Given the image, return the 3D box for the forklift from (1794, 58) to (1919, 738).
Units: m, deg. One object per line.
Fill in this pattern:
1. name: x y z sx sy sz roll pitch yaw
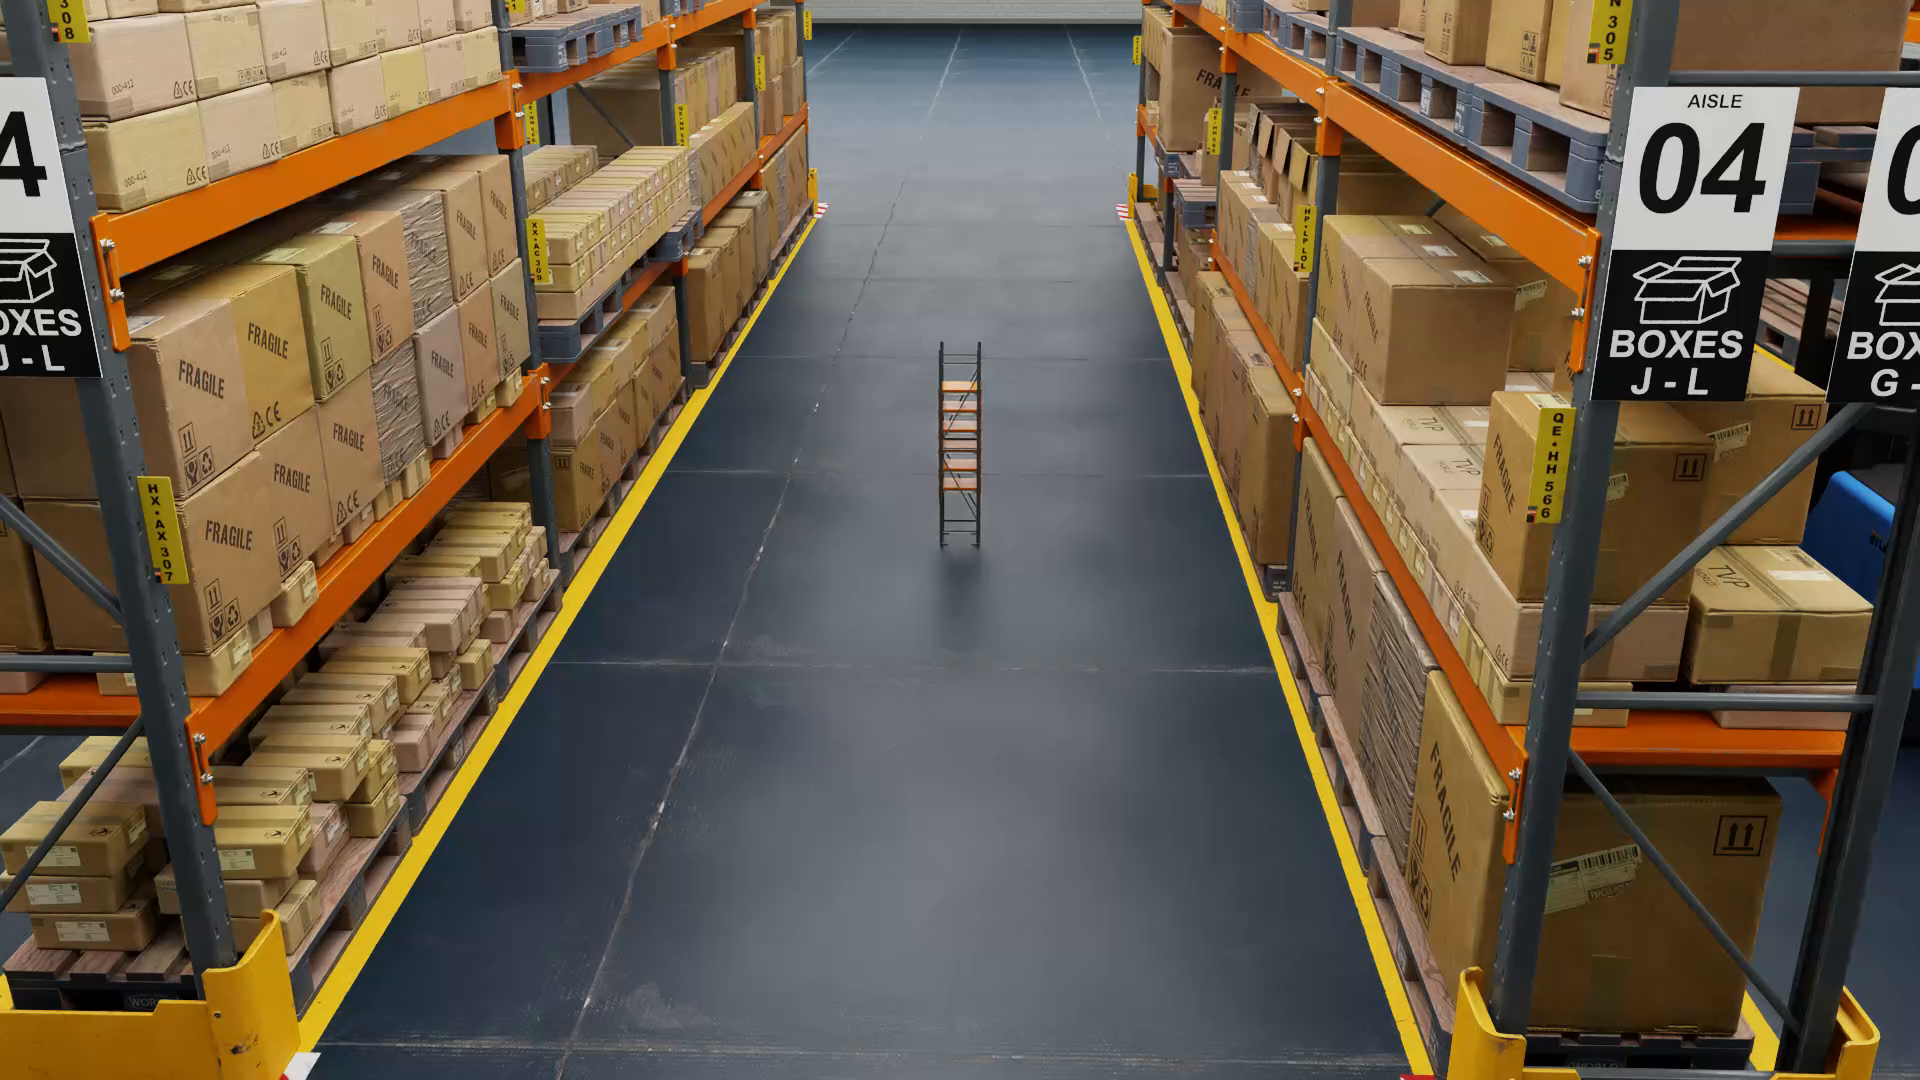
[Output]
1. forklift: 4.698 -0.946 8.416 1.130 2.935 3.031 1 21 3

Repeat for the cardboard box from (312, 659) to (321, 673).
1. cardboard box: -3.036 0.516 7.502 0.380 0.149 0.250 0 21 1

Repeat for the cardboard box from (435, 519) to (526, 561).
1. cardboard box: -2.420 0.006 8.406 0.380 0.149 0.250 1 21 2

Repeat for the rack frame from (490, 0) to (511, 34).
1. rack frame: -2.701 -3.871 7.566 1.000 3.000 0.127 1 21 2

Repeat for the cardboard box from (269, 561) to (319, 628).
1. cardboard box: -2.458 0.186 5.750 0.380 0.149 0.250 0 21 0

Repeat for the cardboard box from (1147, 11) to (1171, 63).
1. cardboard box: 2.293 -5.416 17.910 0.500 0.500 0.500 1 21 2

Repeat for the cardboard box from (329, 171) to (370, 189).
1. cardboard box: -2.959 -1.378 7.502 0.500 0.500 0.500 0 21 0

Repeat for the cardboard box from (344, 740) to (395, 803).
1. cardboard box: -2.451 0.900 6.511 0.380 0.149 0.250 1 21 3

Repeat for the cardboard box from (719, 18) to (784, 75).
1. cardboard box: -2.350 -5.259 17.736 0.875 0.550 0.500 1 21 2

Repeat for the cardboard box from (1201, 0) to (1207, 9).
1. cardboard box: 2.164 -4.294 13.009 0.500 0.250 0.500 1 21 3

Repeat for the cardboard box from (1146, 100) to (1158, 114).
1. cardboard box: 2.322 -4.924 18.921 0.380 0.149 0.250 1 21 2

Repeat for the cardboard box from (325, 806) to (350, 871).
1. cardboard box: -2.560 1.134 6.321 0.380 0.149 0.250 1 21 2

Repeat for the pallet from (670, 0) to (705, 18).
1. pallet: -2.613 -4.065 12.472 1.213 0.211 1.003 2 21 4

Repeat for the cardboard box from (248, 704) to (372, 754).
1. cardboard box: -2.519 0.761 6.460 0.380 0.149 0.250 0 21 -1

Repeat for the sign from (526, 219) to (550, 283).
1. sign: -2.159 -1.475 8.487 0.100 0.325 0.005 1 21 2

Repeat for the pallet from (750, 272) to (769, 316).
1. pallet: -2.406 -2.387 15.890 1.003 0.211 1.213 1 21 2

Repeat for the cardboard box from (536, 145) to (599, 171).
1. cardboard box: -2.788 -2.710 11.812 0.380 0.149 0.250 1 21 2

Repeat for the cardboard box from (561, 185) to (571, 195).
1. cardboard box: -2.814 -2.280 11.113 0.380 0.149 0.250 1 21 2

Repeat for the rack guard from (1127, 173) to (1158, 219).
1. rack guard: 2.616 -4.129 19.980 1.175 0.500 0.348 1 21 2

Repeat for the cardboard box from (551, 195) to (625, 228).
1. cardboard box: -2.200 -1.944 9.837 0.380 0.149 0.250 0 21 1

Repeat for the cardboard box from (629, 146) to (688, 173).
1. cardboard box: -2.137 -2.695 11.771 0.380 0.149 0.250 0 21 0

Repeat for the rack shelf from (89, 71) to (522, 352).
1. rack shelf: -2.762 -1.414 6.375 1.077 0.370 4.000 1 21 2

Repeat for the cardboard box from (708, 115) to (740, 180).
1. cardboard box: -2.238 -3.457 14.653 0.500 0.500 0.500 1 21 2

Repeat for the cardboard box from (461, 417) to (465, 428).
1. cardboard box: -2.519 -0.569 7.695 0.380 0.149 0.250 0 21 0

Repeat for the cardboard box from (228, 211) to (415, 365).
1. cardboard box: -2.485 -0.994 6.512 0.500 0.500 0.500 0 21 0

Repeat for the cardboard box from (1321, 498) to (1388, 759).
1. cardboard box: 2.126 0.375 7.274 0.875 0.875 0.875 1 21 2

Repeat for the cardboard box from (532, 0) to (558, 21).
1. cardboard box: -2.465 -2.943 8.863 0.500 0.311 0.500 0 21 1

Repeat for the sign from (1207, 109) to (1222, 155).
1. sign: 1.832 -2.935 11.956 0.100 0.325 0.005 1 21 2

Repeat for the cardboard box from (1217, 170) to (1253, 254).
1. cardboard box: 2.088 -2.304 11.681 0.500 0.500 0.500 1 21 3

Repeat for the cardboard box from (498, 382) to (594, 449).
1. cardboard box: -2.415 -0.719 9.573 0.500 0.250 0.500 0 21 -1

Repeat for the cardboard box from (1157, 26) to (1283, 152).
1. cardboard box: 2.332 -4.066 14.951 1.000 1.000 1.000 1 21 2

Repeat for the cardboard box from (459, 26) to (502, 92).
1. cardboard box: -2.446 -2.223 7.671 0.500 0.250 0.500 1 21 3

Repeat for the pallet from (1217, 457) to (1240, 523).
1. pallet: 2.236 -0.405 10.782 1.003 0.211 1.213 1 21 2

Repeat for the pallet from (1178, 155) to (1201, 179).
1. pallet: 2.394 -3.056 14.025 1.003 0.211 1.213 1 21 2

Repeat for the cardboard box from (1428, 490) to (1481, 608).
1. cardboard box: 1.897 0.033 5.594 0.500 0.250 0.500 0 21 1

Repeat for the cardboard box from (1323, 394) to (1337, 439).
1. cardboard box: 1.896 -0.573 7.706 0.380 0.149 0.250 1 21 3

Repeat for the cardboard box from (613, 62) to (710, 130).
1. cardboard box: -2.514 -3.749 14.024 0.700 0.500 0.500 0 21 1

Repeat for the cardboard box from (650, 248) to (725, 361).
1. cardboard box: -2.471 -1.887 13.275 1.050 0.750 0.750 0 21 1

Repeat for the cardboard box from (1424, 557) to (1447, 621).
1. cardboard box: 1.837 0.172 5.786 0.380 0.149 0.250 1 21 3

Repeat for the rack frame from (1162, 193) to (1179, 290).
1. rack frame: 2.496 -3.876 15.872 1.000 3.000 0.127 1 21 2

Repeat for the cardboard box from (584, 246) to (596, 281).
1. cardboard box: -2.224 -1.523 9.163 0.380 0.149 0.250 0 21 1

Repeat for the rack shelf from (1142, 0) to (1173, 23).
1. rack shelf: 2.557 -5.662 17.323 1.077 0.370 4.000 1 21 2

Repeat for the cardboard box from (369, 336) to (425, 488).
1. cardboard box: -2.506 -0.528 6.693 0.500 0.500 0.500 0 21 0

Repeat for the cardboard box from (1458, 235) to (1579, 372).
1. cardboard box: 2.487 -1.052 7.352 0.500 0.500 0.500 1 21 2

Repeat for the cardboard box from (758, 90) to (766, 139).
1. cardboard box: -2.465 -4.370 16.937 0.875 0.550 0.550 1 21 2

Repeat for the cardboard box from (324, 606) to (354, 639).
1. cardboard box: -2.945 0.380 7.442 0.380 0.149 0.250 0 21 -1

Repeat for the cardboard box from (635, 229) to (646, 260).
1. cardboard box: -2.185 -1.854 10.427 0.380 0.149 0.250 0 21 -1

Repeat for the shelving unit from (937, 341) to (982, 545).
1. shelving unit: 0.000 -0.565 9.825 0.258 1.200 0.189 1 21 2

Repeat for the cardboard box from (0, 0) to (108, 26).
1. cardboard box: -2.586 -1.490 4.542 0.380 0.149 0.250 0 21 1

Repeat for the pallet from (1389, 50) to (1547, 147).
1. pallet: 2.178 -1.605 5.994 1.003 0.211 1.213 1 21 2

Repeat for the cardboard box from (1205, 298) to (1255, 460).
1. cardboard box: 2.298 -1.063 10.980 1.225 0.875 0.875 1 21 2

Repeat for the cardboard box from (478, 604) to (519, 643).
1. cardboard box: -2.408 0.394 8.228 0.380 0.149 0.250 0 21 0

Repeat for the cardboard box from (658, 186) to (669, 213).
1. cardboard box: -2.160 -2.272 11.094 0.380 0.149 0.250 1 21 2

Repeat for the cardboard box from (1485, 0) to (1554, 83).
1. cardboard box: 2.199 -1.803 5.525 0.700 0.500 0.500 -1 21 -2

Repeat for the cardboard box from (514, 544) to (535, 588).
1. cardboard box: -2.389 0.135 8.482 0.380 0.149 0.250 0 21 -1

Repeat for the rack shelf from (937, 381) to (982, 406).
1. rack shelf: 0.000 -0.859 9.711 0.258 0.103 0.180 1 21 2
